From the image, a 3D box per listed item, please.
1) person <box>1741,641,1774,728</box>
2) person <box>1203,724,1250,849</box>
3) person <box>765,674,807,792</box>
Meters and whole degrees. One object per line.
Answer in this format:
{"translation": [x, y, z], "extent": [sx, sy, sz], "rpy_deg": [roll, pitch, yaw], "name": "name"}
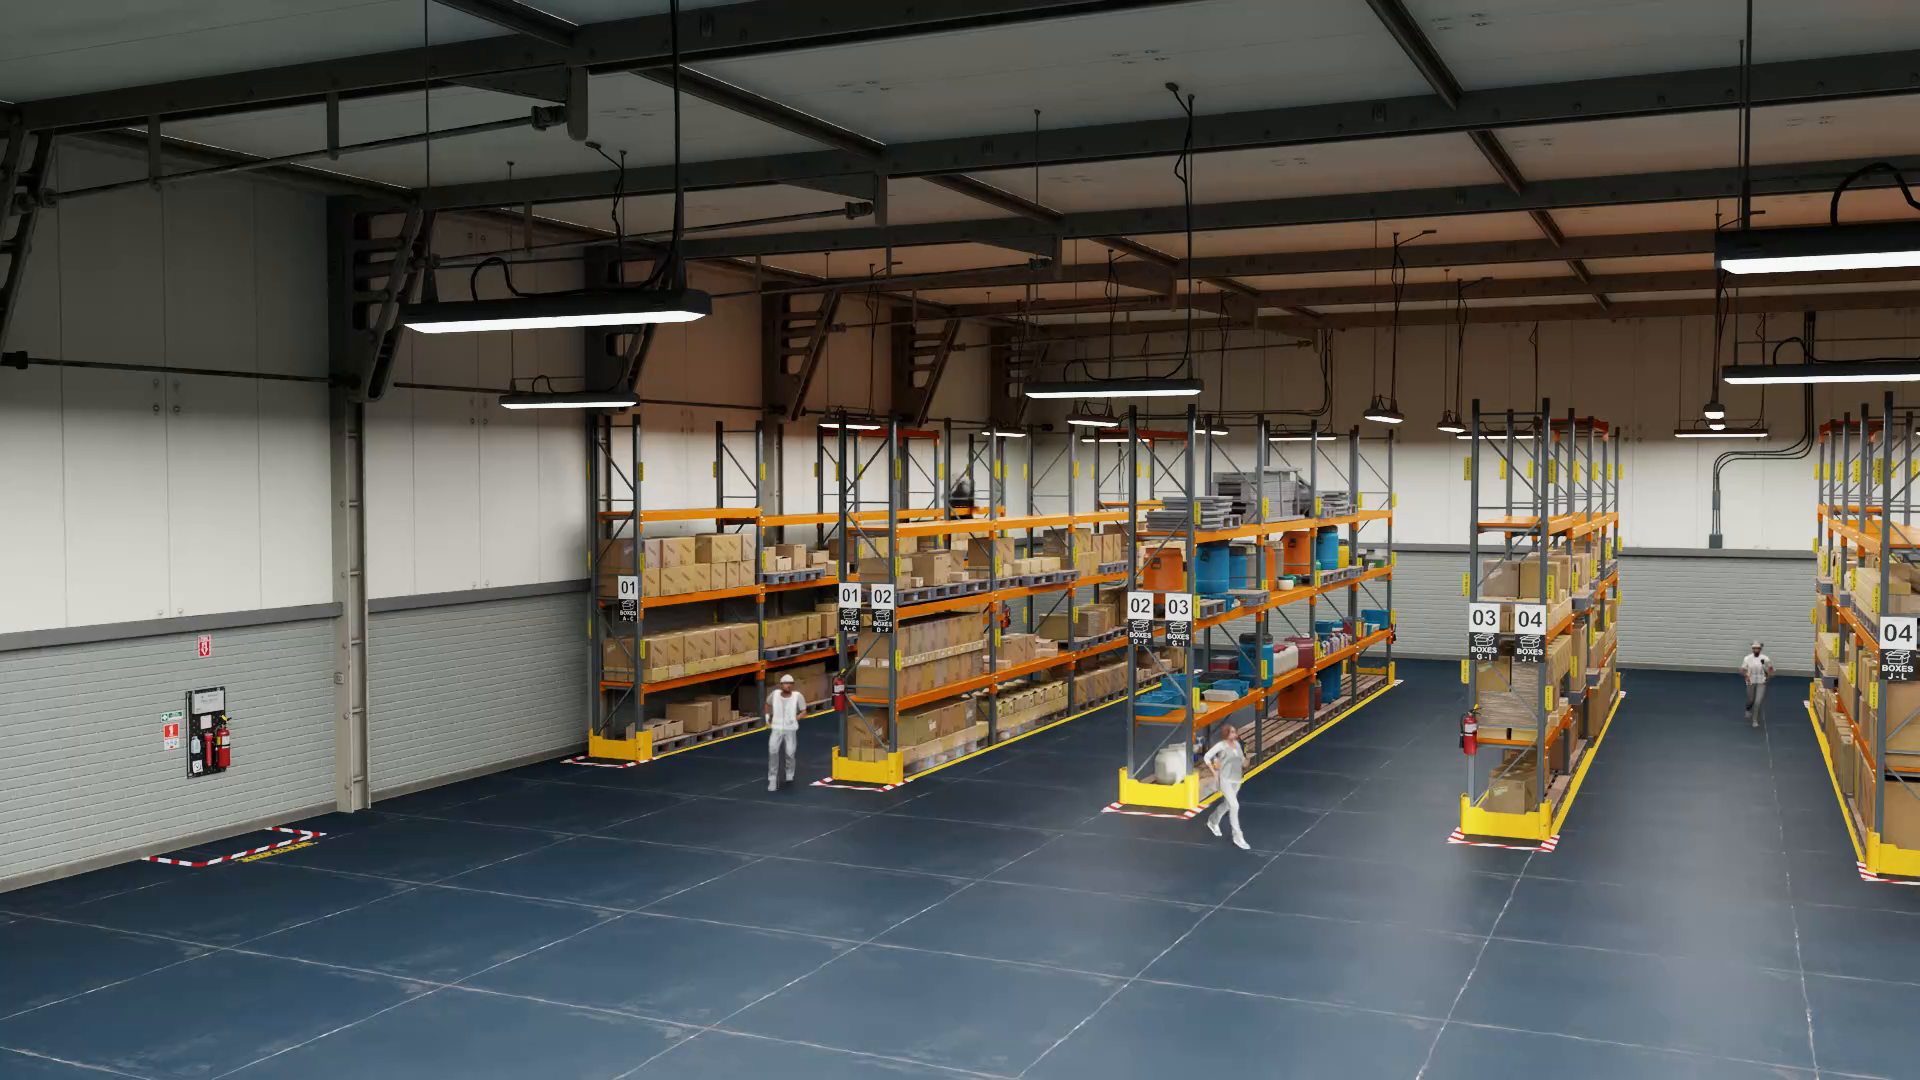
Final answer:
{"translation": [15.734, 2.829, 32.822], "extent": [0.585, 1.694, 0.744], "rpy_deg": [1, 3, 26], "name": "person"}
{"translation": [3.594, 3.262, 22.281], "extent": [0.527, 1.608, 0.852], "rpy_deg": [-2, 3, -38], "name": "person"}
{"translation": [-2.766, 3.036, 26.356], "extent": [0.688, 1.821, 0.804], "rpy_deg": [0, 2, -1], "name": "person"}
